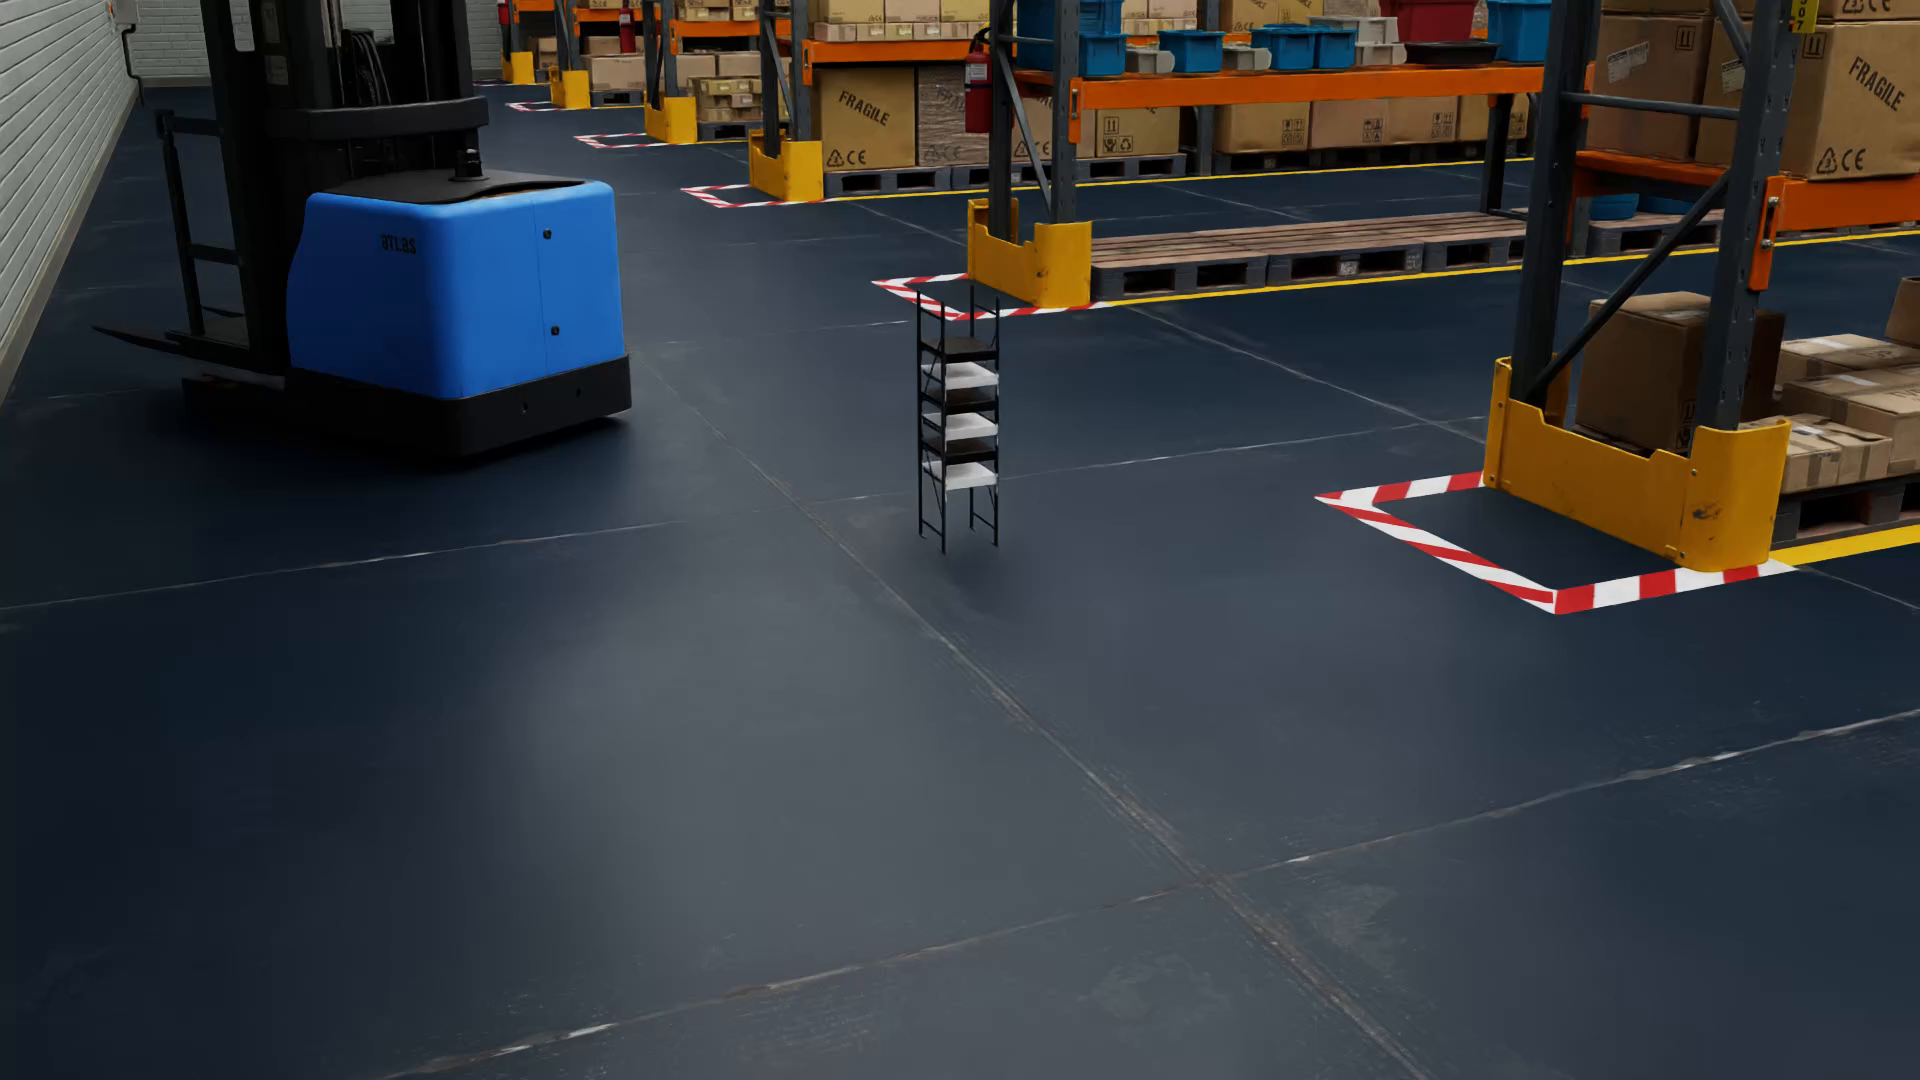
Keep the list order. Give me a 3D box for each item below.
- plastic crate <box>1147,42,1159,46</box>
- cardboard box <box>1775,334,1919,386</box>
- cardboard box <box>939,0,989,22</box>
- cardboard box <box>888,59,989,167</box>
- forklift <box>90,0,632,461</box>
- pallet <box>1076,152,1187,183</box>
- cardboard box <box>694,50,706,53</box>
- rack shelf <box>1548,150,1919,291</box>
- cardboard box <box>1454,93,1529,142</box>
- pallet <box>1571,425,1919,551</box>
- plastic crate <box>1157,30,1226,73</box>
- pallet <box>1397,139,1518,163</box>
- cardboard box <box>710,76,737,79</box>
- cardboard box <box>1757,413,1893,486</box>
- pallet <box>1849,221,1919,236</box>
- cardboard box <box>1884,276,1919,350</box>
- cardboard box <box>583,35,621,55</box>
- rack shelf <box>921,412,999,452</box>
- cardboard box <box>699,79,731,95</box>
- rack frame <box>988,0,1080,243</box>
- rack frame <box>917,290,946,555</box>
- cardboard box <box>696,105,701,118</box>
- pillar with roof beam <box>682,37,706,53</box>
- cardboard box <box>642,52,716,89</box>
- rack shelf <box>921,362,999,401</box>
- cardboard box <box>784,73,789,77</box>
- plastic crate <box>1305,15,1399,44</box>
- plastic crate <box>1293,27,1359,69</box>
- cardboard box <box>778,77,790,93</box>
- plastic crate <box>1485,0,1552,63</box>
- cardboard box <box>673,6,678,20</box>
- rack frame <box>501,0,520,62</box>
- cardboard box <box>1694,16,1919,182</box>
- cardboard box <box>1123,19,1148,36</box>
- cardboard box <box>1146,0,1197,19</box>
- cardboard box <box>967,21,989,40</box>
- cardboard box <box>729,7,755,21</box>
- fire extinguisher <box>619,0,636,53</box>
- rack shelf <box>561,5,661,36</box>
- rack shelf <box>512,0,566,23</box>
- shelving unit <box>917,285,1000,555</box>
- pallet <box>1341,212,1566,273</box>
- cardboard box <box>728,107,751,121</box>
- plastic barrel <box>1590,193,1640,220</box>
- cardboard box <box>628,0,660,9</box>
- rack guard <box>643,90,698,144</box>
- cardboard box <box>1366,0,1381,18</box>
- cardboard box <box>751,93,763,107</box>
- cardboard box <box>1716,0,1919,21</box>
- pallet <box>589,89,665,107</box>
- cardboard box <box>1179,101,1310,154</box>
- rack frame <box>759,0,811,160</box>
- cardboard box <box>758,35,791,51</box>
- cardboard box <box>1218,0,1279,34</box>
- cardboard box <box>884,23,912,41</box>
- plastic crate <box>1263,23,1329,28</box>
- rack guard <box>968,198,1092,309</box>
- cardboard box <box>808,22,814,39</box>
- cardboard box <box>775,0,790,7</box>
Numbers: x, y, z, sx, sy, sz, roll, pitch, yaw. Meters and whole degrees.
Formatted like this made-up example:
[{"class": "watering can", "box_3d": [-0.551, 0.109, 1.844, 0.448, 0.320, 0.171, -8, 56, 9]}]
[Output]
[{"class": "plastic crate", "box_3d": [1.385, -3.097, 10.609, 0.243, 0.136, 0.396, -8, 21, -22]}, {"class": "cardboard box", "box_3d": [3.680, -0.659, 6.856, 0.500, 0.250, 0.500, -8, 21, -22]}, {"class": "cardboard box", "box_3d": [-0.041, -4.693, 14.613, 0.500, 0.250, 0.500, -9, 21, -24]}, {"class": "cardboard box", "box_3d": [-0.135, -3.932, 15.239, 0.875, 0.875, 0.875, -8, 21, -22]}, {"class": "forklift", "box_3d": [-2.986, -2.068, 7.483, 3.031, 2.935, 1.130, 13, 23, 32]}, {"class": "pallet", "box_3d": [1.418, -3.642, 16.049, 1.213, 0.211, 1.003, -8, 21, -22]}, {"class": "cardboard box", "box_3d": [-4.471, -8.268, 28.471, 0.258, 0.266, 0.396, -7, 21, -20]}, {"class": "rack shelf", "box_3d": [4.231, -1.410, 6.593, 4.000, 0.370, 1.077, -8, 21, -22]}, {"class": "cardboard box", "box_3d": [5.178, -4.672, 17.340, 0.875, 0.875, 1.225, -9, 21, -24]}, {"class": "pallet", "box_3d": [3.196, -0.286, 6.517, 1.213, 0.211, 1.003, -8, 21, -22]}, {"class": "plastic crate", "box_3d": [1.397, -2.965, 10.089, 0.300, 0.233, 0.416, -8, 21, -22]}, {"class": "pallet", "box_3d": [5.066, -4.164, 17.530, 1.213, 0.211, 1.003, -8, 21, -22]}, {"class": "cardboard box", "box_3d": [-2.759, -5.330, 19.408, 0.250, 0.149, 0.380, -8, 21, -21]}, {"class": "cardboard box", "box_3d": [3.145, -0.341, 6.076, 0.250, 0.166, 0.380, -8, 21, -22]}, {"class": "pallet", "box_3d": [7.074, -2.618, 13.139, 1.213, 0.211, 1.003, -8, 21, -22]}, {"class": "cardboard box", "box_3d": [4.344, -0.794, 6.856, 0.637, 0.503, 0.797, -8, 21, -22]}, {"class": "cardboard box", "box_3d": [-6.022, -8.214, 27.966, 0.500, 0.500, 0.700, -7, 21, -20]}, {"class": "rack shelf", "box_3d": [-0.007, -0.392, 5.881, 0.200, 0.077, 0.258, -8, 21, -22]}, {"class": "cardboard box", "box_3d": [-2.782, -5.133, 18.848, 0.250, 0.149, 0.380, -9, 21, -24]}, {"class": "rack frame", "box_3d": [0.436, -2.997, 10.018, 0.127, 3.000, 1.000, -8, 21, -22]}, {"class": "rack frame", "box_3d": [-0.101, -0.410, 5.832, 0.006, 0.900, 0.240, -8, 21, -22]}, {"class": "cardboard box", "box_3d": [-2.997, -5.020, 19.422, 0.250, 0.149, 0.380, -8, 21, -21]}, {"class": "pillar with roof beam", "box_3d": [-3.039, -11.269, 24.478, 0.400, 9.000, 9.100, -8, 21, -22]}, {"class": "cardboard box", "box_3d": [-4.048, -6.760, 23.929, 0.875, 0.438, 0.875, -8, 21, -20]}, {"class": "rack shelf", "box_3d": [-0.007, -0.562, 5.821, 0.200, 0.077, 0.258, -8, 21, -22]}, {"class": "cardboard box", "box_3d": [-2.084, -5.470, 19.805, 0.250, 0.149, 0.380, -7, 21, -20]}, {"class": "plastic crate", "box_3d": [2.634, -3.351, 11.111, 0.530, 0.282, 0.437, -8, 21, -22]}, {"class": "plastic crate", "box_3d": [2.277, -3.091, 10.447, 0.300, 0.233, 0.416, -8, 21, -22]}, {"class": "cardboard box", "box_3d": [-2.100, -5.258, 19.202, 0.250, 0.149, 0.380, -9, 21, -25]}, {"class": "plastic crate", "box_3d": [3.815, -3.379, 11.035, 0.575, 0.384, 0.392, -8, 21, -22]}, {"class": "cardboard box", "box_3d": [-3.210, -6.044, 19.050, 0.250, 0.149, 0.380, -8, 21, -22]}, {"class": "rack frame", "box_3d": [-7.421, -9.043, 27.188, 0.127, 3.000, 1.000, -8, 21, -22]}, {"class": "cardboard box", "box_3d": [2.906, -1.511, 5.647, 0.500, 0.500, 0.500, -8, 21, -21]}, {"class": "cardboard box", "box_3d": [1.525, -4.708, 15.254, 0.250, 0.149, 0.380, -9, 21, -23]}, {"class": "cardboard box", "box_3d": [1.845, -4.965, 15.385, 0.500, 0.250, 0.500, -9, 21, -23]}, {"class": "cardboard box", "box_3d": [0.110, -4.505, 14.679, 0.250, 0.149, 0.380, -8, 21, -23]}, {"class": "cardboard box", "box_3d": [-2.485, -5.923, 18.705, 0.250, 0.149, 0.380, -9, 21, -23]}, {"class": "fire extinguisher", "box_3d": [-3.812, -5.929, 19.022, 0.183, 0.674, 0.296, -8, 21, -22]}, {"class": "rack shelf", "box_3d": [-3.615, -7.453, 23.757, 4.000, 0.370, 1.077, -8, 21, -22]}, {"class": "rack shelf", "box_3d": [-5.585, -8.967, 28.055, 4.000, 0.370, 1.077, -8, 21, -22]}, {"class": "shelving unit", "box_3d": [-0.007, -0.423, 5.870, 0.210, 0.900, 0.258, -8, 21, -22]}, {"class": "pallet", "box_3d": [3.449, -2.100, 11.667, 1.213, 0.211, 1.003, -8, 21, -22]}, {"class": "cardboard box", "box_3d": [-2.582, -4.918, 19.132, 0.250, 0.149, 0.380, -8, 21, -22]}, {"class": "plastic barrel", "box_3d": [4.615, -2.798, 11.980, 0.708, 0.901, 0.600, -8, 21, -22]}, {"class": "cardboard box", "box_3d": [-4.444, -7.627, 23.018, 0.500, 0.500, 0.500, -8, 21, -23]}, {"class": "rack guard", "box_3d": [-3.328, -4.864, 19.085, 0.348, 0.500, 1.175, -8, 21, -22]}, {"class": "cardboard box", "box_3d": [4.061, -5.267, 16.314, 0.500, 0.500, 0.500, -8, 21, -21]}, {"class": "cardboard box", "box_3d": [-2.352, -5.096, 19.190, 0.250, 0.149, 0.380, -8, 21, -21]}, {"class": "cardboard box", "box_3d": [2.906, -1.983, 5.481, 0.500, 0.500, 0.500, -7, 21, -20]}, {"class": "pallet", "box_3d": [-4.748, -6.343, 23.720, 1.213, 0.211, 1.003, -8, 21, -22]}, {"class": "cardboard box", "box_3d": [2.726, -4.320, 16.342, 0.875, 0.875, 1.225, -8, 21, -22]}, {"class": "rack frame", "box_3d": [-1.526, -4.508, 14.308, 0.127, 3.000, 1.000, -8, 21, -22]}, {"class": "cardboard box", "box_3d": [-3.215, -8.583, 29.014, 0.500, 0.500, 0.500, -7, 21, -20]}, {"class": "cardboard box", "box_3d": [2.668, -5.065, 15.741, 0.500, 0.500, 0.500, -8, 21, -22]}, {"class": "cardboard box", "box_3d": [-0.599, -4.403, 14.389, 0.250, 0.149, 0.380, -9, 21, -23]}, {"class": "plastic crate", "box_3d": [2.220, -3.295, 11.025, 0.300, 0.233, 0.416, -8, 21, -22]}, {"class": "rack guard", "box_3d": [0.419, -1.811, 10.413, 0.348, 0.500, 1.175, -8, 21, -22]}, {"class": "cardboard box", "box_3d": [-1.330, -4.536, 14.768, 0.250, 0.149, 0.380, -8, 21, -21]}, {"class": "cardboard box", "box_3d": [-1.940, -6.335, 18.898, 0.500, 0.500, 0.500, -8, 21, -21]}]
